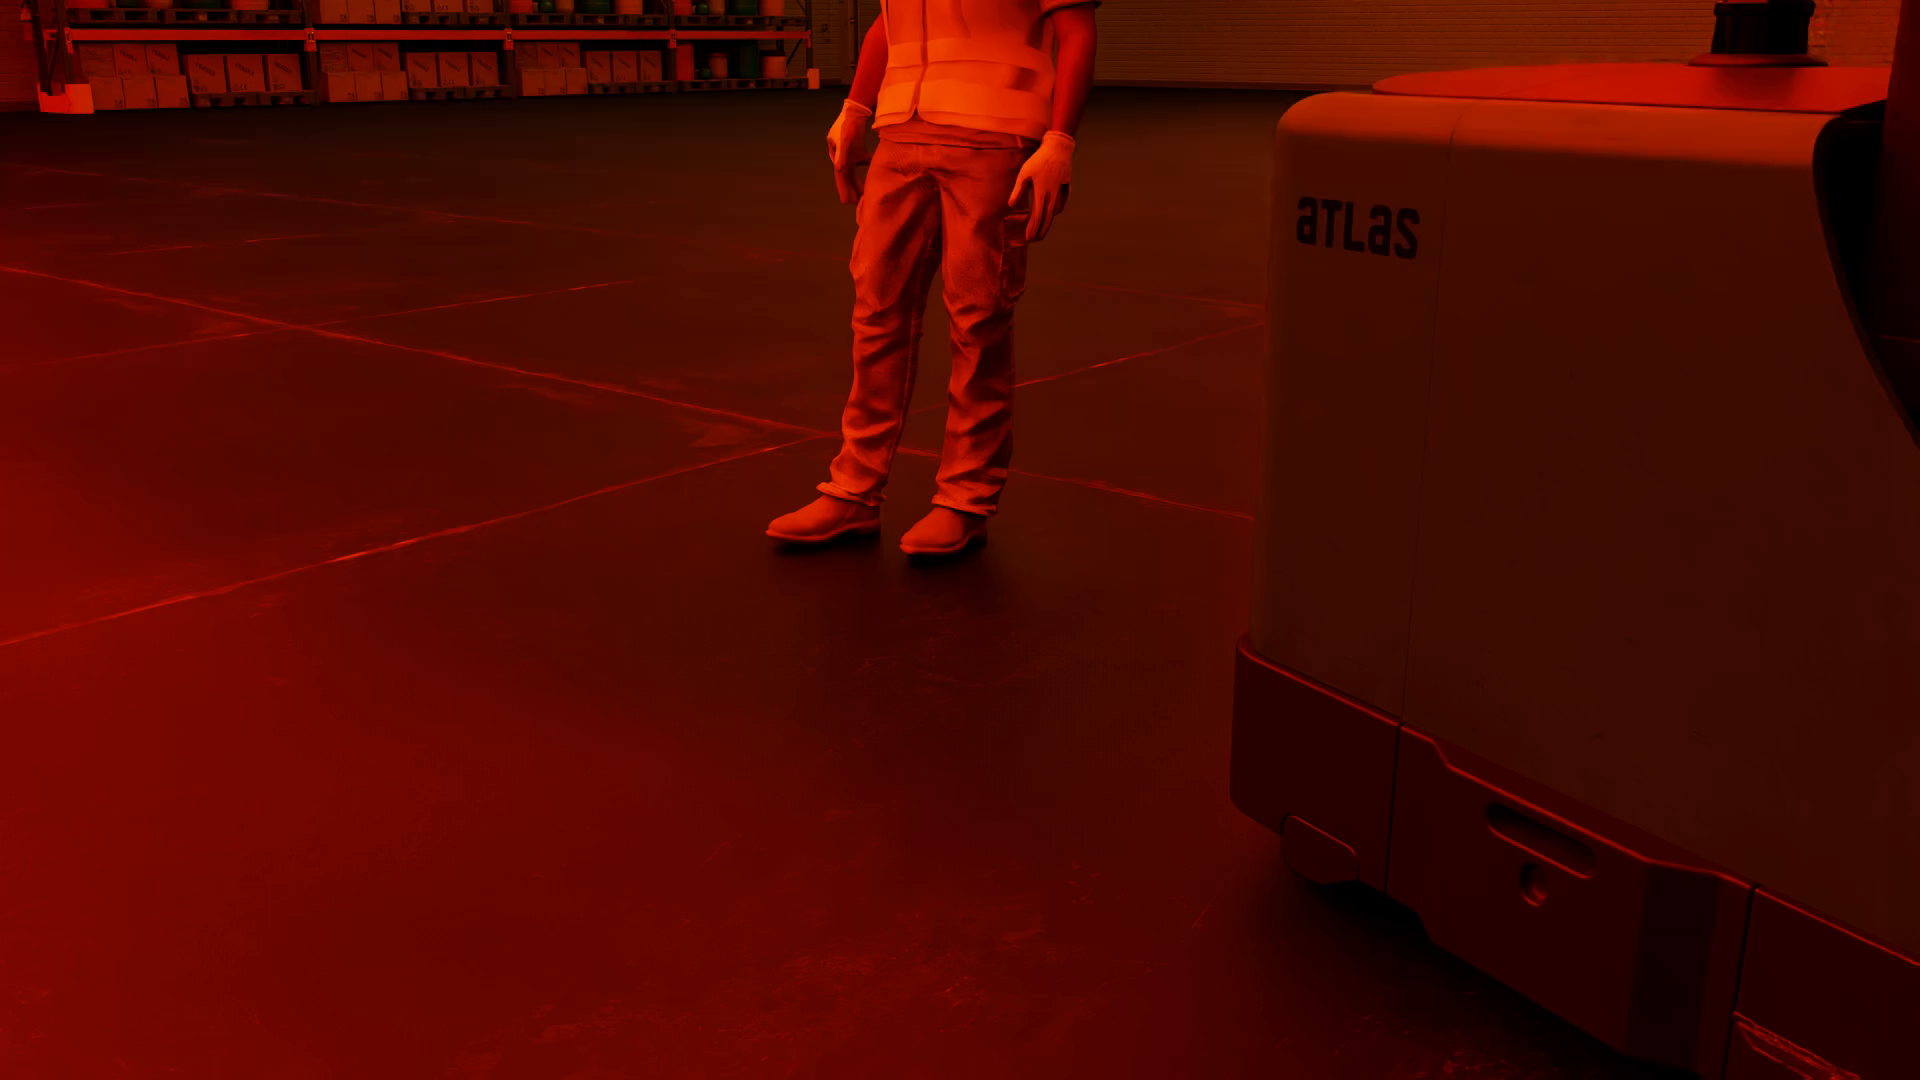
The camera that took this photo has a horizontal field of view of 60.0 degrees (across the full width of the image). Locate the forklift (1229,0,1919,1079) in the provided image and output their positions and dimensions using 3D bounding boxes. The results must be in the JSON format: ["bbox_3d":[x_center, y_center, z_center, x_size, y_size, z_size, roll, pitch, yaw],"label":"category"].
[{"bbox_3d":[1.595,-0.668,1.098,1.130,2.935,3.031,-10,20,-30],"label":"forklift"}]

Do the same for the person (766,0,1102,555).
[{"bbox_3d":[-0.053,-0.846,3.632,0.657,1.785,0.575,13,21,37],"label":"person"}]
